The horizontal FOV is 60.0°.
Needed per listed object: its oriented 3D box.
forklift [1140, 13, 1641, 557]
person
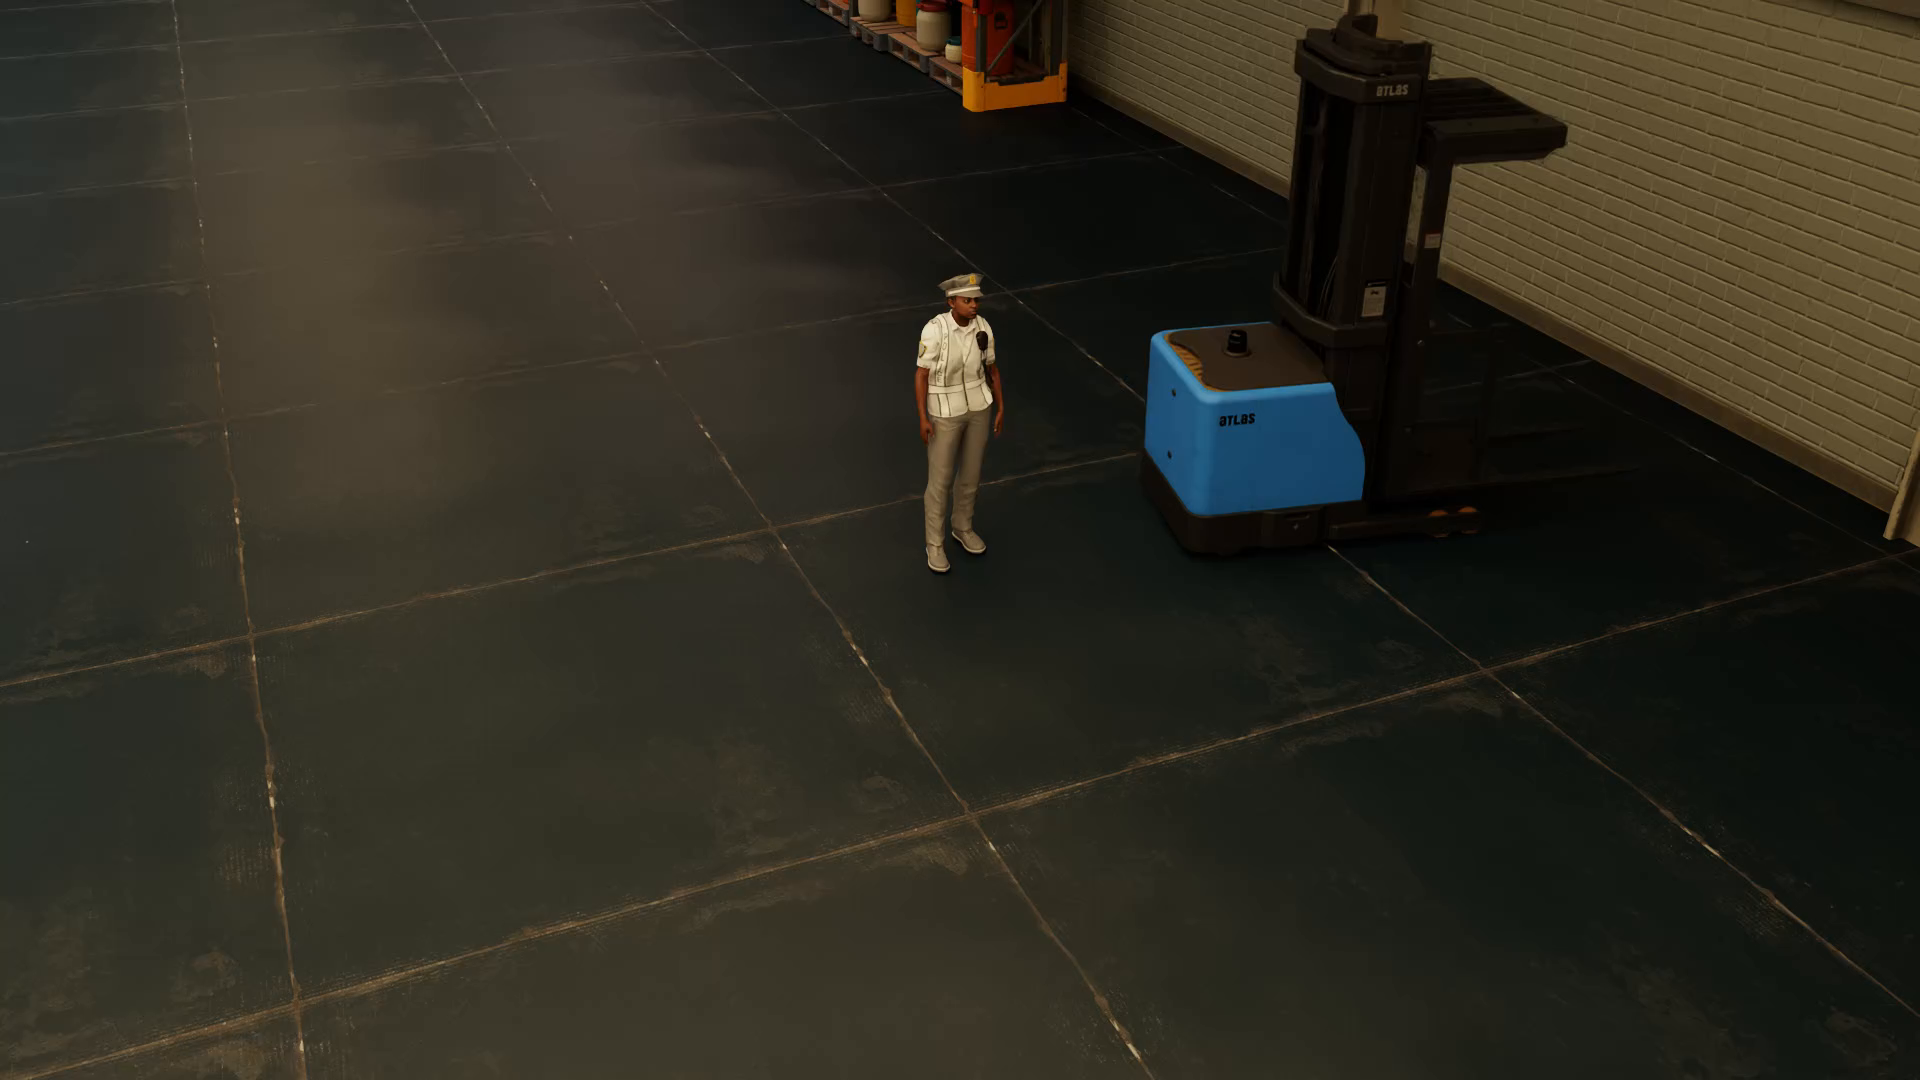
[{"bbox_3d":[2.718,-1.537,9.807,3.031,2.935,1.130,-6,30,-11],"label":"forklift"},{"bbox_3d":[0.012,-0.704,9.582,0.570,1.695,0.530,-12,32,-20],"label":"person"}]
